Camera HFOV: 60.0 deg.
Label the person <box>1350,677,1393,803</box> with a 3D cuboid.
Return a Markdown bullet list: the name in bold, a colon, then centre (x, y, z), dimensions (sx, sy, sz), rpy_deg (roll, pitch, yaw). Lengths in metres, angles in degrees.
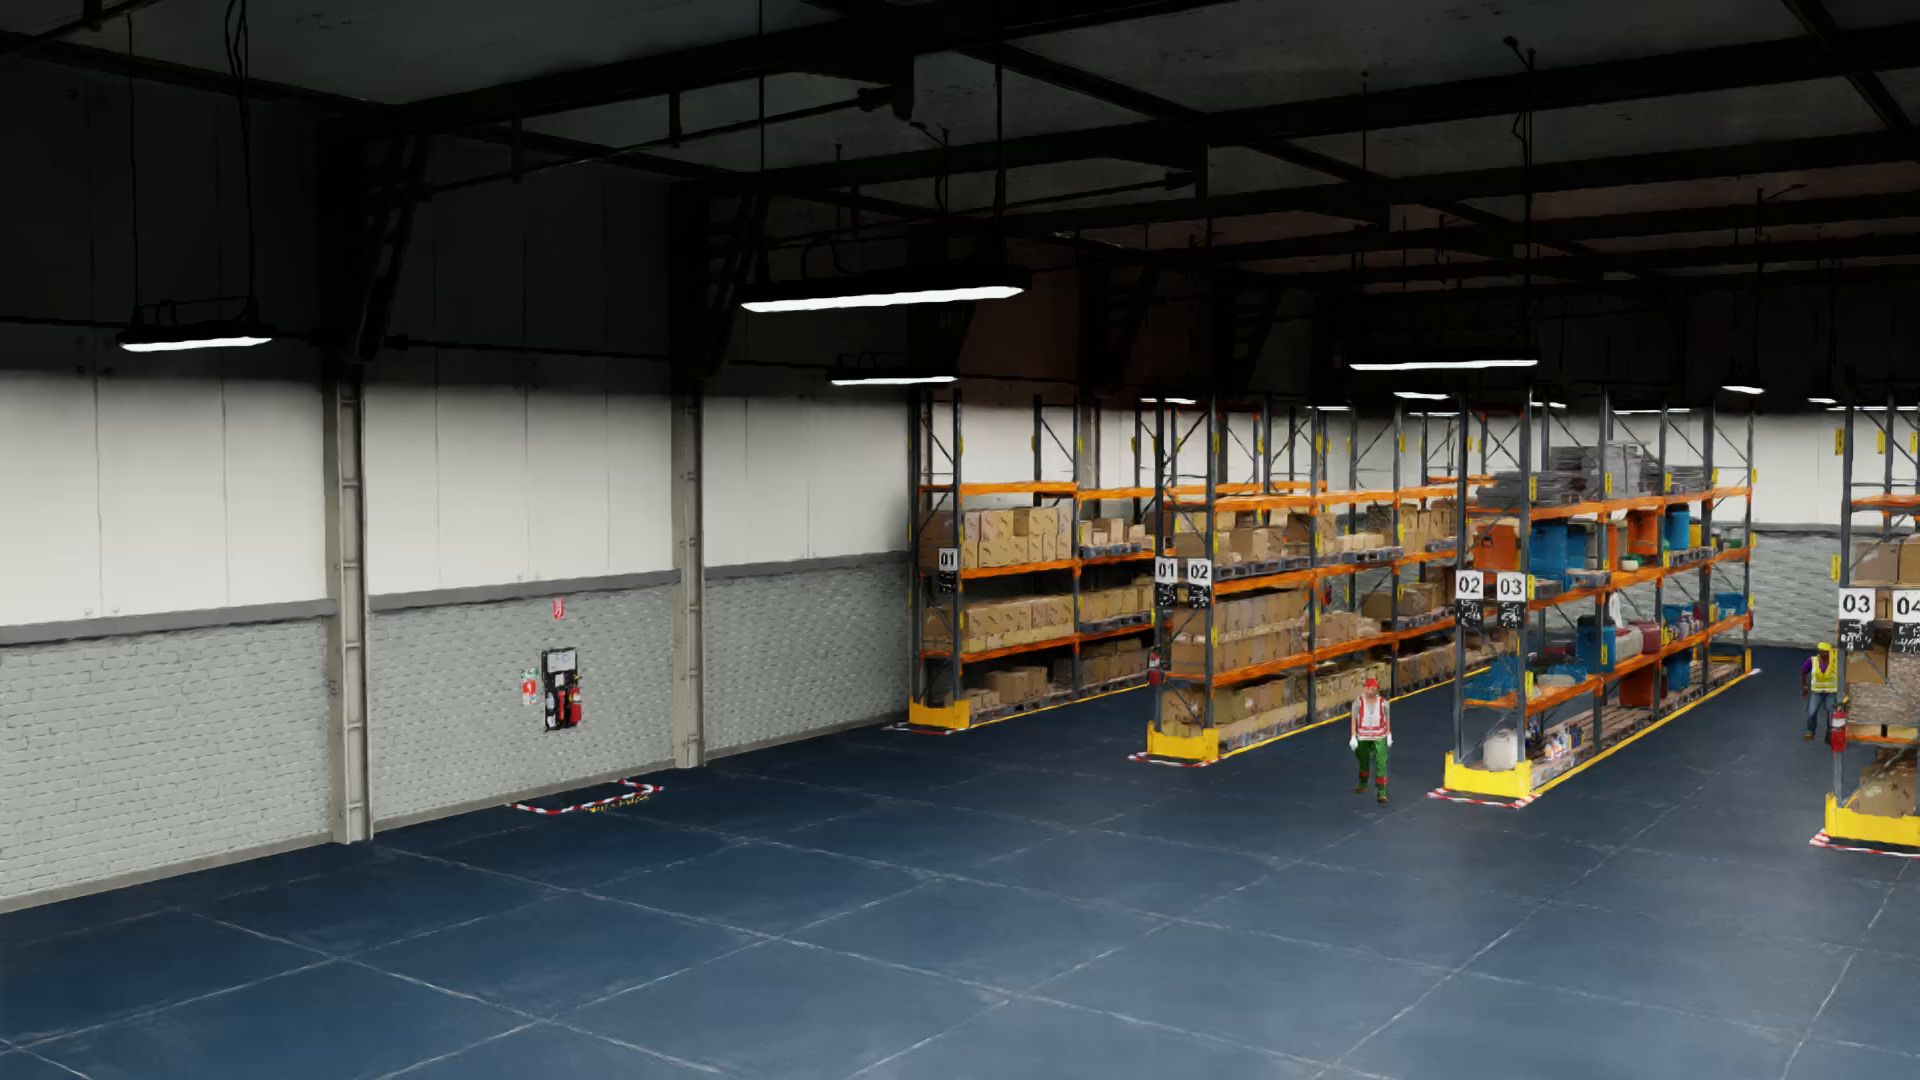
- **person**: centre (5.817, 2.797, 23.511), dimensions (0.593, 1.747, 0.968), rpy_deg (1, 3, 13)

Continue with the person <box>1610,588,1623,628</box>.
- **person**: centre (15.317, 1.905, 38.909), dimensions (0.604, 1.772, 0.714), rpy_deg (1, 3, 13)

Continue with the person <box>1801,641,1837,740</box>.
- **person**: centre (14.581, 2.553, 28.083), dimensions (0.719, 1.714, 0.578), rpy_deg (2, 4, 34)
